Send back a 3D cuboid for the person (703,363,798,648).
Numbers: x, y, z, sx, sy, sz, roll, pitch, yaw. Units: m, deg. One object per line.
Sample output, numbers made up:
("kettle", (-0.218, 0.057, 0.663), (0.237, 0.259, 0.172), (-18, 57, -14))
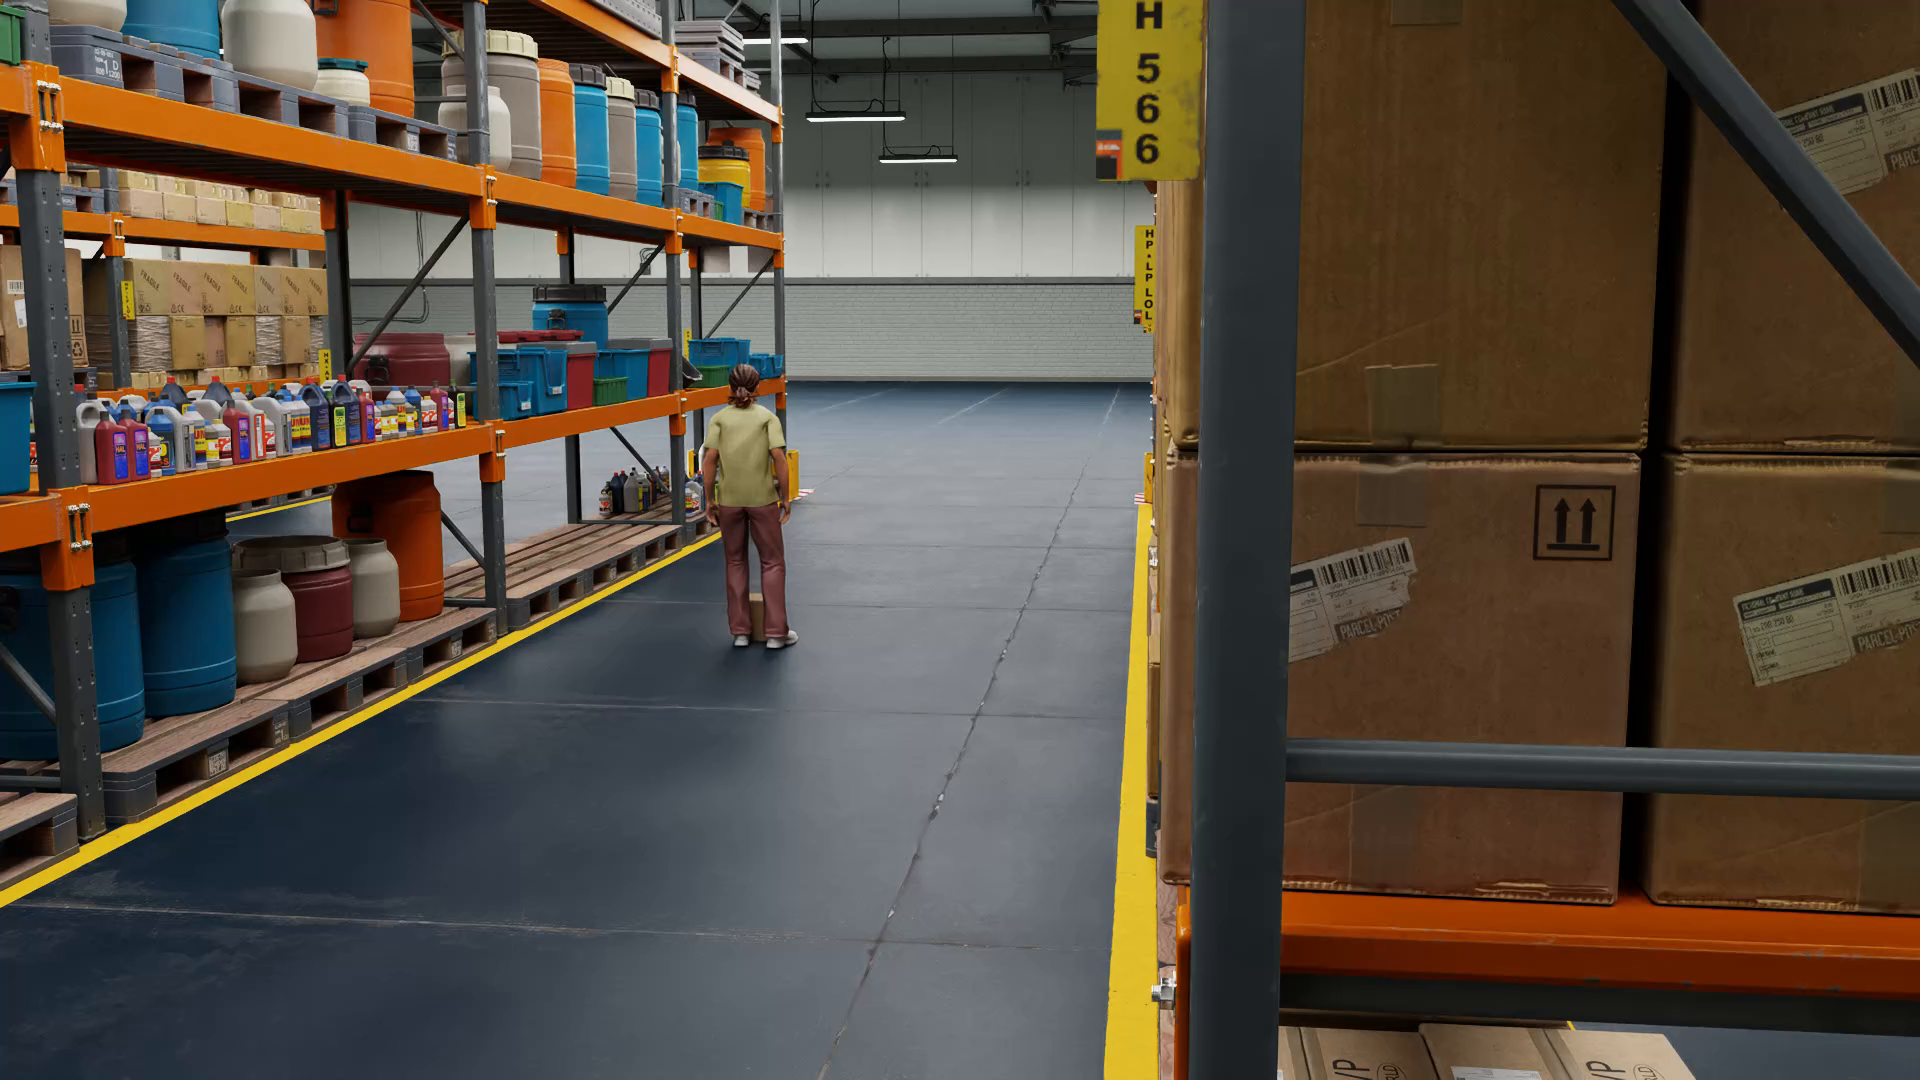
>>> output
("person", (-1.240, -0.204, 9.822), (0.521, 1.672, 0.414), (0, 8, 3))
